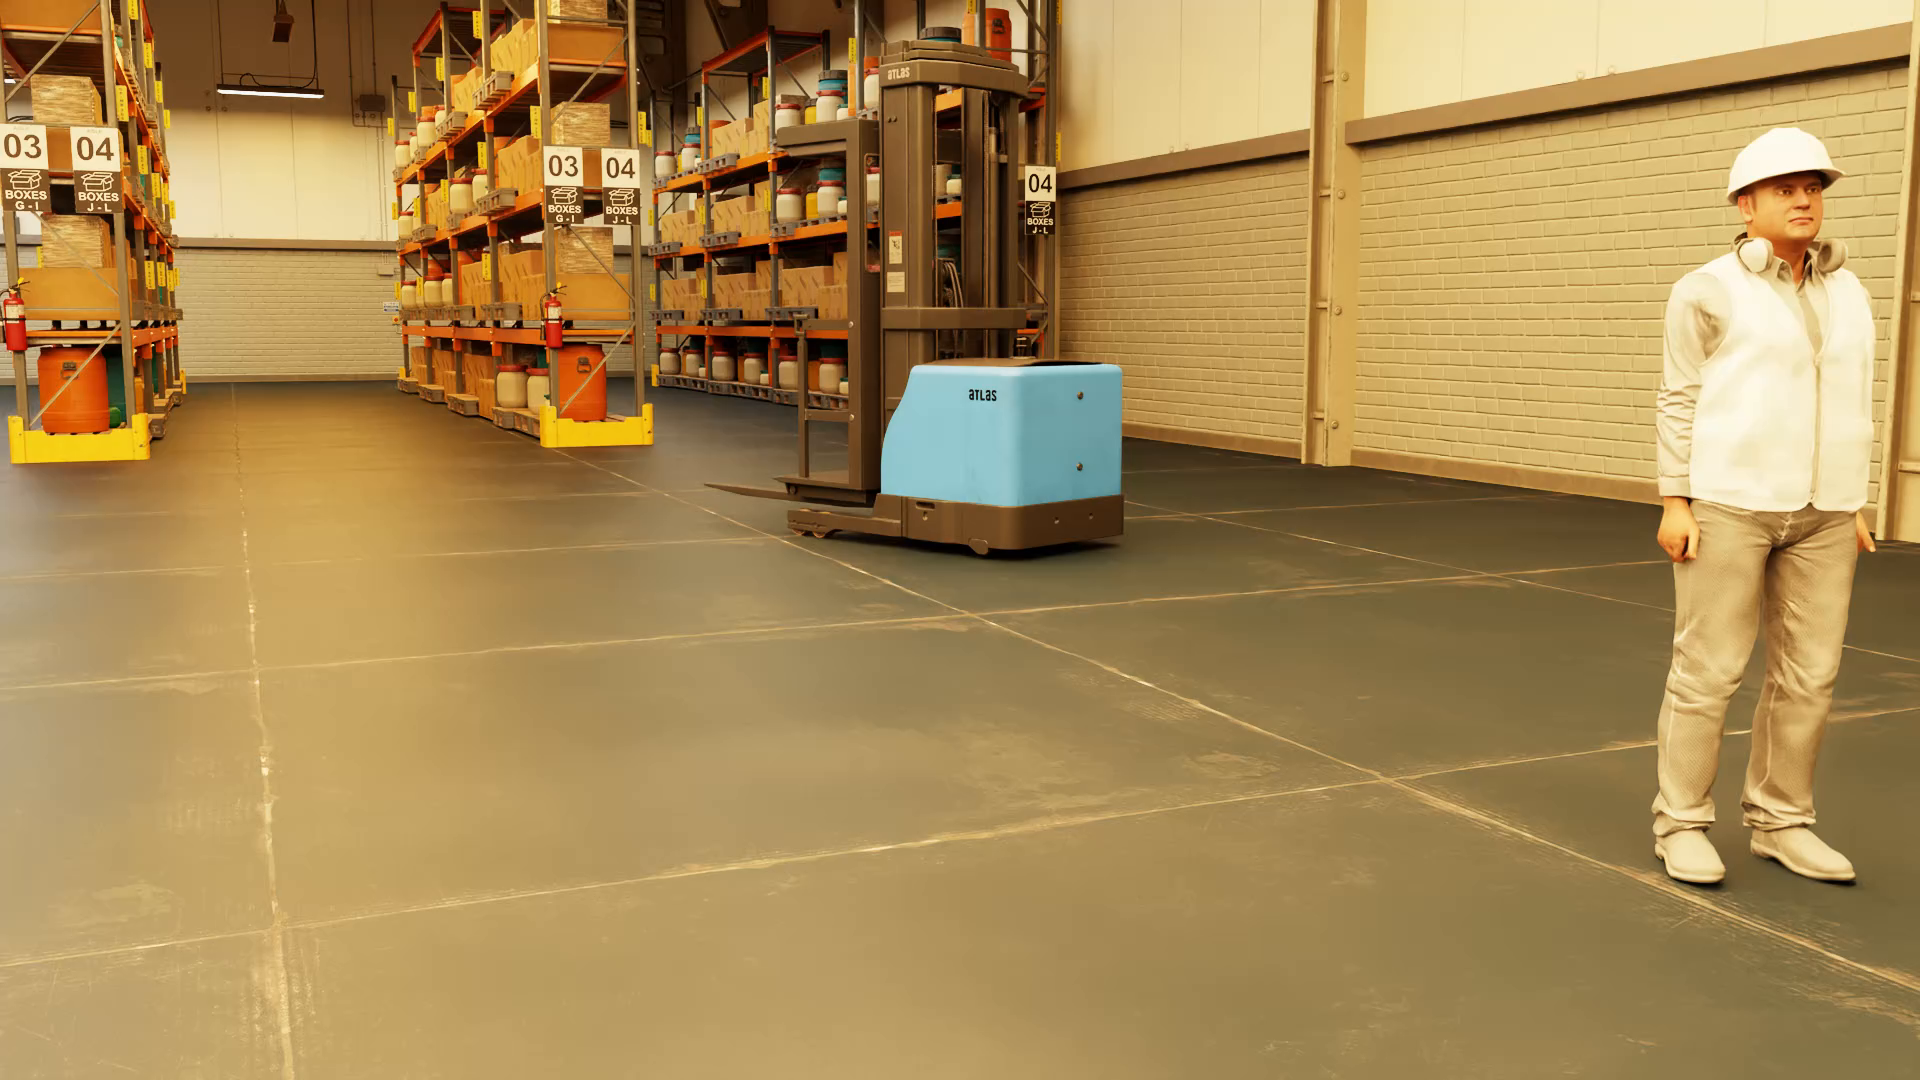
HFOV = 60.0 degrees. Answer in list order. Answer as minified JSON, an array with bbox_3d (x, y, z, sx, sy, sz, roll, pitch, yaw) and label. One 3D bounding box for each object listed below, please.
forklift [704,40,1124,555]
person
[{"bbox_3d":[-0.436,-1.509,10.383,3.031,2.935,1.130,7,10,44],"label":"forklift"},{"bbox_3d":[1.934,-0.080,3.977,0.533,1.776,0.358,-1,8,-6],"label":"person"}]
